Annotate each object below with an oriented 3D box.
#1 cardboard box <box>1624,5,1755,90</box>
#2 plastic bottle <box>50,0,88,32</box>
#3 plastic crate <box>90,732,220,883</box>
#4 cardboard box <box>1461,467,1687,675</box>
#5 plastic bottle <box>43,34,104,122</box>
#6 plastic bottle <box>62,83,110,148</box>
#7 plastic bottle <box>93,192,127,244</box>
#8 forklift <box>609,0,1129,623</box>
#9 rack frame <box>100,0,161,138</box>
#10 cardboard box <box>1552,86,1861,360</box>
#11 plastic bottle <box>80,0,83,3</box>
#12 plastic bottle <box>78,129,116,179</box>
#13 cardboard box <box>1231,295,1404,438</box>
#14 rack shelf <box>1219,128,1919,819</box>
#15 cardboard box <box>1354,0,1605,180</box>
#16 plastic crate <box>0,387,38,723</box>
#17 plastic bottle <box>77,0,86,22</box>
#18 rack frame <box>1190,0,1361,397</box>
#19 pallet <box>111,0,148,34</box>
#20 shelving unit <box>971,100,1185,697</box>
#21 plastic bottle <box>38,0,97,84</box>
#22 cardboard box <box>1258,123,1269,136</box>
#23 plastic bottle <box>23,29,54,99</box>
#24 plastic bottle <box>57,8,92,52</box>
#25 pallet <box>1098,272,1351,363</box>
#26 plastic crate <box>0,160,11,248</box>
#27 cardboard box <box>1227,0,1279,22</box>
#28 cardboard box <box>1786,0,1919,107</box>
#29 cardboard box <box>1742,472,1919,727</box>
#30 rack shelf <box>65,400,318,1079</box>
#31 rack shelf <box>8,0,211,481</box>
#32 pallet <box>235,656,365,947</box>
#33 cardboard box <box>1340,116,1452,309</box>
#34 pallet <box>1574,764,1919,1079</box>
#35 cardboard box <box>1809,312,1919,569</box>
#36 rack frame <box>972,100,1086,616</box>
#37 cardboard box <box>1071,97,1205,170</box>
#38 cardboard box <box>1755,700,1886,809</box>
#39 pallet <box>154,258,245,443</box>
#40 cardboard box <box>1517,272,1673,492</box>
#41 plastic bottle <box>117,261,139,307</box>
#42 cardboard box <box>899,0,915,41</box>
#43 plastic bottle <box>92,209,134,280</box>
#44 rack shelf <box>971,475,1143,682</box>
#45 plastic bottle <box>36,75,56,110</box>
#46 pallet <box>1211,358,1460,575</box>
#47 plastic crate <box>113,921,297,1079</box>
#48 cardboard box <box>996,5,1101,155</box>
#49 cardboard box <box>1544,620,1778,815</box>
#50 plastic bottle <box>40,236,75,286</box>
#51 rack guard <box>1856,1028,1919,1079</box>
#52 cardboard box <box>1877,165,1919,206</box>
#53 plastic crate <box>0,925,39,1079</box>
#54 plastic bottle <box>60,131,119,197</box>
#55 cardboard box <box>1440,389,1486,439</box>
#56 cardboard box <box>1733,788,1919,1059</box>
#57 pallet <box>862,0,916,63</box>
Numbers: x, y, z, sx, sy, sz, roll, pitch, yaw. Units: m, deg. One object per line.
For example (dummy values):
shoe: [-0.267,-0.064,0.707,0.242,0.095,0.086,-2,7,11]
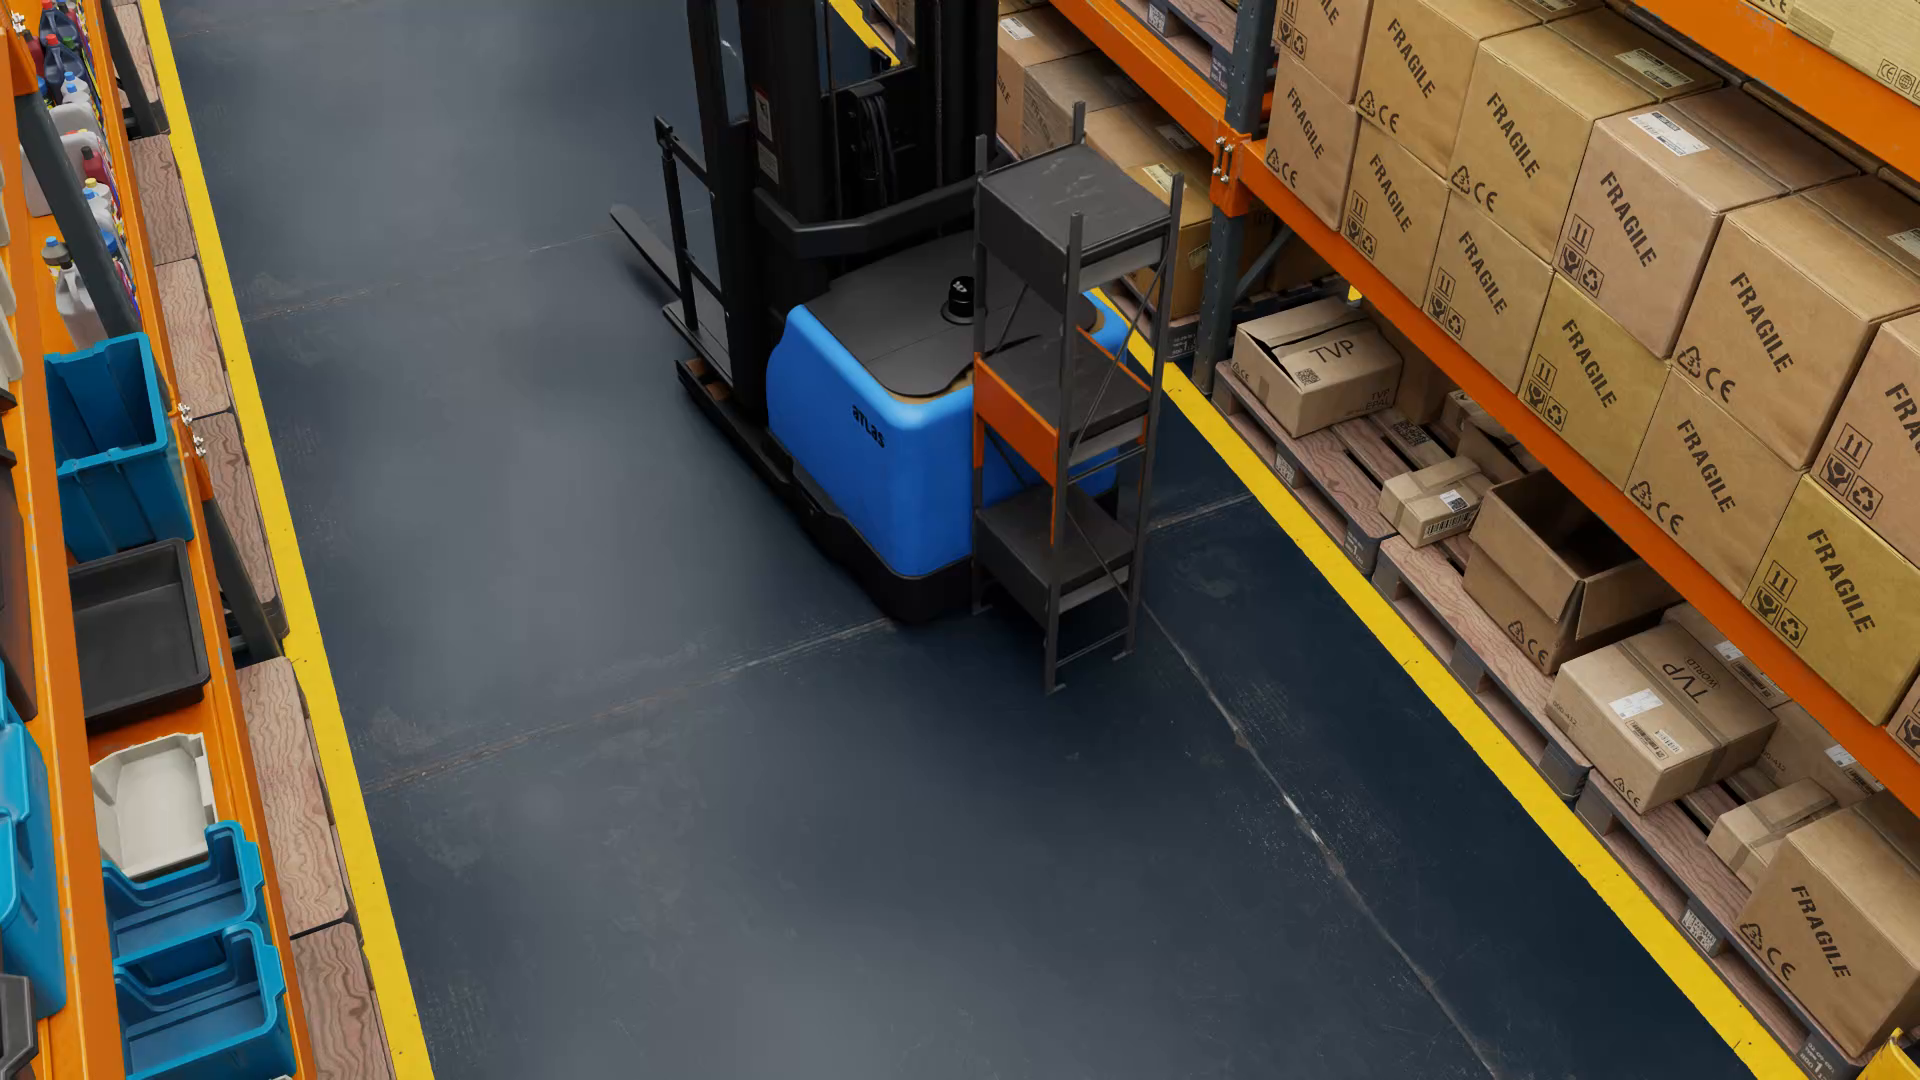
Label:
cardboard box: [2.393,-1.388,5.238,0.500,0.500,0.500,-18,47,-17]
plastic bottle: [-3.771,-2.239,7.025,0.097,0.201,0.097,0,45,0]
plastic crate: [-1.975,0.665,4.086,0.293,0.136,0.466,-18,47,-17]
cardboard box: [2.310,0.039,6.039,0.797,0.503,0.637,-18,47,-17]
plastic bottle: [-3.462,-1.783,6.457,0.144,0.351,0.185,-18,47,-17]
plastic bottle: [-3.340,-1.610,6.338,0.097,0.271,0.097,0,45,0]
plastic bottle: [-3.048,-1.143,5.914,0.097,0.201,0.097,0,45,0]
forklift: [-0.595,-1.739,6.426,1.130,2.935,3.031,-25,50,-23]
rack frame: [-4.662,-2.978,7.632,1.000,3.000,0.127,-18,47,-17]
cardboard box: [2.109,-0.912,4.755,0.500,0.500,0.500,-17,47,-16]
plastic bottle: [-3.894,-2.450,7.189,0.097,0.271,0.097,0,45,0]
plastic bottle: [-3.243,-1.437,6.212,0.097,0.201,0.097,0,45,0]
cardboard box: [1.496,-0.757,6.983,0.500,0.311,0.500,-18,47,-17]
rack shelf: [2.356,-0.358,5.490,1.077,0.370,4.000,-18,47,-17]
cardboard box: [1.676,-1.568,5.421,0.500,0.500,0.500,-19,48,-19]
plastic crate: [-1.691,0.020,2.503,0.504,0.338,0.767,-18,47,-17]
plastic bottle: [-3.812,-2.326,7.063,0.097,0.271,0.097,0,45,0]
rack frame: [1.515,-1.889,6.529,1.000,3.000,0.127,-18,47,-17]
pallet: [-5.462,-3.266,9.910,1.003,0.211,1.213,-18,47,-17]
shelving unit: [0.350,-0.389,5.649,0.431,2.100,0.503,-25,50,-23]
plastic bottle: [-3.595,-1.986,6.662,0.144,0.351,0.185,-18,47,-17]
cardboard box: [1.299,-1.873,7.979,0.500,0.500,0.500,-17,47,-17]
plastic bottle: [-3.678,-1.916,6.639,0.061,0.283,0.133,-18,47,-17]
plastic bottle: [-3.690,-2.115,6.899,0.097,0.201,0.097,0,45,0]
pallet: [1.139,-1.404,8.022,1.003,0.211,1.213,-18,47,-17]
plastic crate: [-2.100,-0.704,3.380,0.293,0.136,0.466,-18,47,-17]
cardboard box: [1.519,-2.442,6.719,0.700,0.500,0.500,-34,54,-30]
cardboard box: [2.320,-1.240,3.843,0.500,0.250,0.500,-18,47,-17]
cardboard box: [2.541,0.090,4.452,0.500,0.500,0.500,-18,47,-17]
rack shelf: [-2.139,1.102,4.010,1.077,0.370,4.000,-18,47,-17]
rack shelf: [-3.821,-1.447,6.593,1.077,0.370,4.000,-18,47,-17]
pallet: [-2.636,1.021,5.565,1.003,0.211,1.213,-18,47,-17]
cardboard box: [1.701,-1.194,5.753,0.500,0.500,0.500,-17,47,-17]
pallet: [2.829,1.097,5.489,1.003,0.211,1.213,-18,47,-17]
cardboard box: [2.548,-0.256,4.090,0.500,0.500,0.500,-17,47,-16]
rack frame: [0.217,-0.533,5.795,0.400,2.100,0.015,-25,50,-23]
cardboard box: [0.848,-1.703,7.807,0.500,0.500,0.500,-18,47,-17]
cardboard box: [3.016,0.733,5.516,0.500,0.250,0.500,-18,47,-17]
pallet: [-3.784,-0.719,7.328,1.003,0.211,1.213,-18,47,-17]
cardboard box: [2.124,-0.551,5.101,0.500,0.500,0.500,-19,48,-18]
plastic bottle: [-2.869,-0.871,5.638,0.097,0.201,0.097,0,45,0]
cardboard box: [-0.009,-2.998,9.120,0.500,0.500,0.500,-20,48,-19]
plastic bottle: [-2.983,-1.025,5.742,0.152,0.276,0.135,-18,47,-17]
rack shelf: [0.350,0.119,6.151,0.431,0.518,0.480,-25,50,-23]
plastic bottle: [-3.553,-1.692,6.420,0.097,0.271,0.097,0,45,0]
pallet: [1.803,-0.458,7.064,1.003,0.211,1.213,-18,47,-17]
plastic crate: [-1.657,1.065,3.611,0.416,0.233,0.300,-18,47,-17]
cardboard box: [0.421,-2.346,8.459,0.500,0.500,0.500,-20,48,-19]
cardboard box: [2.373,0.594,5.657,0.500,0.250,0.500,-18,47,-17]
plastic bottle: [-3.088,-0.950,5.718,0.097,0.201,0.097,0,45,0]
rack guard: [3.165,1.501,4.872,1.175,0.500,0.348,-18,47,-17]
cardboard box: [2.817,-0.743,4.585,0.500,0.500,0.500,-17,47,-17]
plastic crate: [-1.207,0.772,1.790,0.497,0.269,0.590,-18,47,-17]
plastic bottle: [-3.219,-1.382,6.103,0.152,0.276,0.135,-18,47,-17]
cardboard box: [2.225,-0.530,6.868,0.380,0.149,0.250,-18,47,-17]
cardboard box: [2.745,1.119,4.946,0.500,0.500,0.500,-18,47,-17]
pallet: [0.113,-2.958,9.598,1.003,0.211,1.213,-18,47,-17]
